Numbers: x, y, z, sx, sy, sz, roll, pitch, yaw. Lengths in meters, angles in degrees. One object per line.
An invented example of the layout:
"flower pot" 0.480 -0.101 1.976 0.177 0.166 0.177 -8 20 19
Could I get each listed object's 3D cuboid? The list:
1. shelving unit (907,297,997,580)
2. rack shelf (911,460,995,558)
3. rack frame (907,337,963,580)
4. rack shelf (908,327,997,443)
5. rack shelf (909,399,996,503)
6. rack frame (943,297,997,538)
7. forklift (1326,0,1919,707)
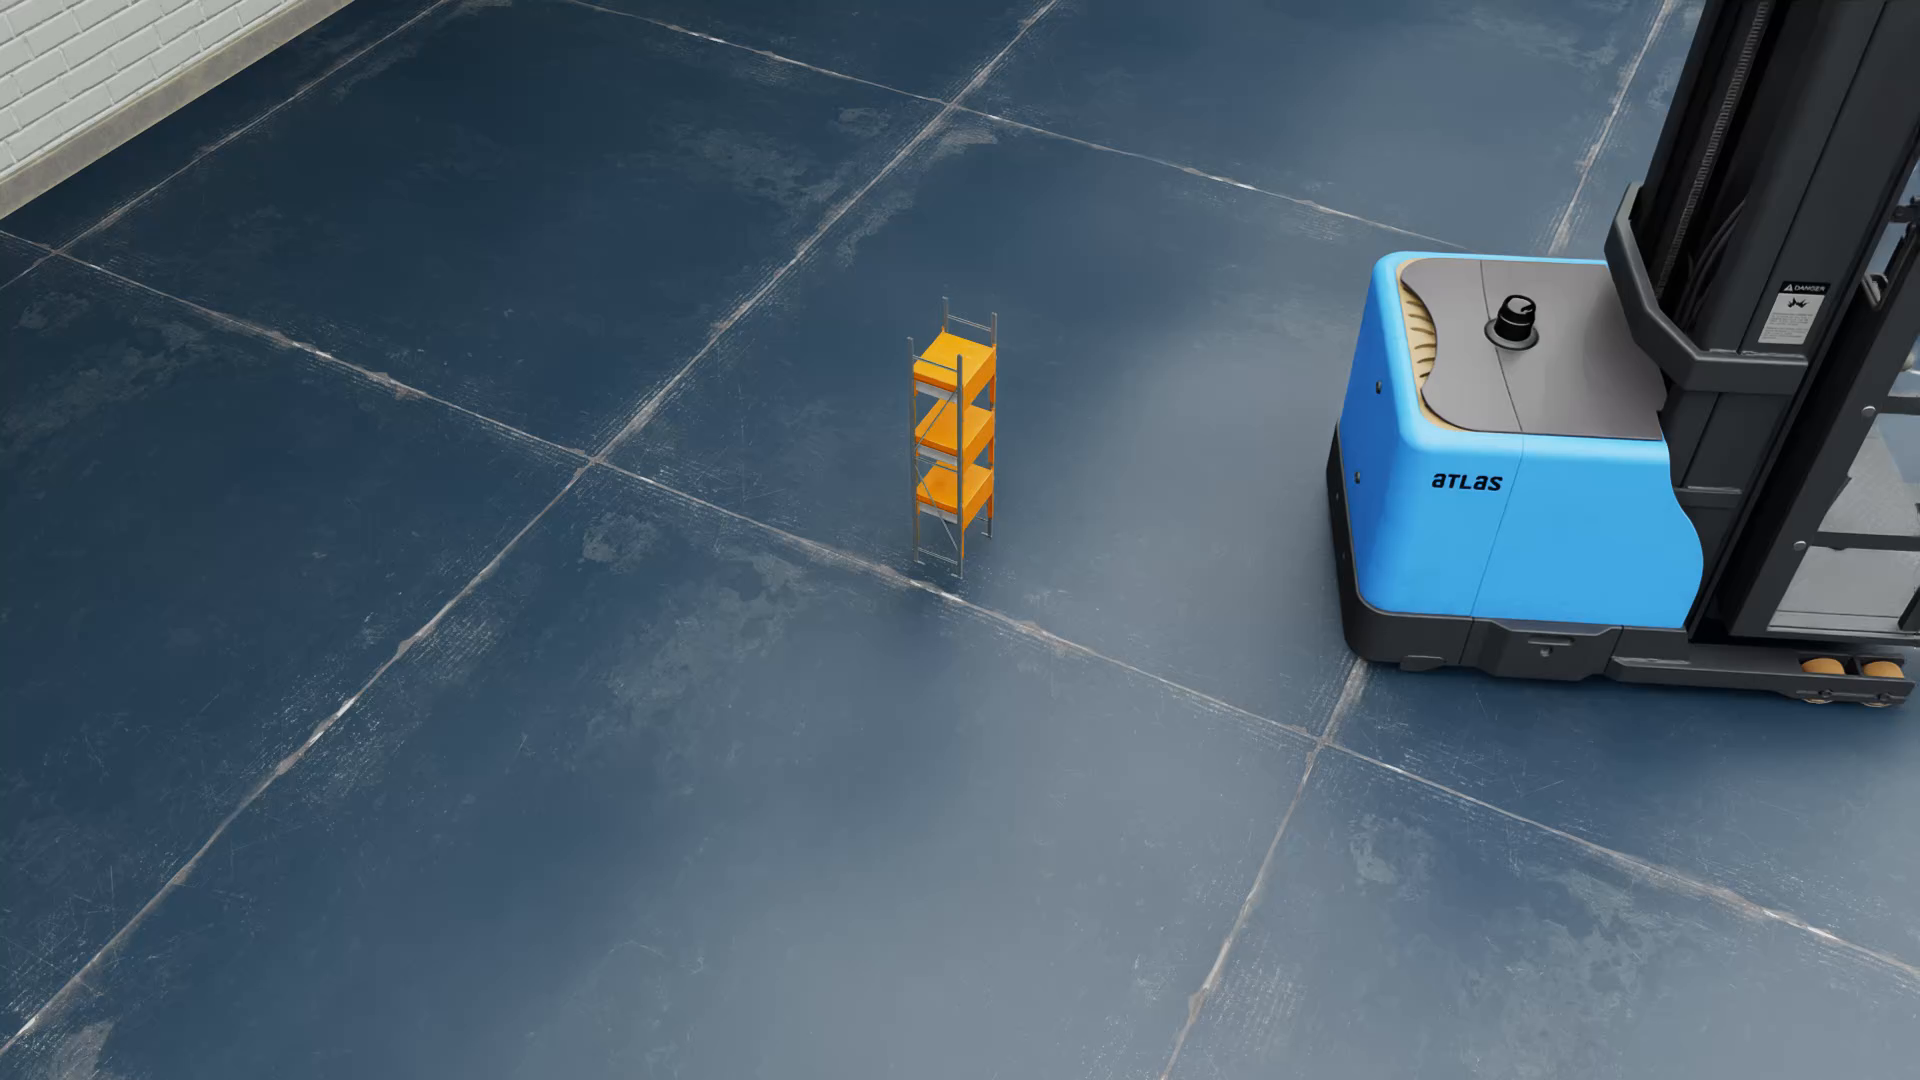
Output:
"shelving unit" -0.025 -0.335 5.843 0.215 1.050 0.252 20 49 19
"rack shelf" -0.025 -0.133 6.048 0.215 0.259 0.240 20 49 19
"rack frame" -0.081 -0.258 5.767 0.200 1.050 0.008 20 49 19
"rack shelf" -0.025 -0.527 5.649 0.215 0.259 0.240 20 49 19
"rack shelf" -0.025 -0.328 5.851 0.215 0.259 0.240 20 49 19
"rack frame" 0.032 -0.412 5.919 0.200 1.050 0.008 20 49 19
"forklift" 2.887 -0.855 5.035 3.031 2.935 1.130 3 45 3
